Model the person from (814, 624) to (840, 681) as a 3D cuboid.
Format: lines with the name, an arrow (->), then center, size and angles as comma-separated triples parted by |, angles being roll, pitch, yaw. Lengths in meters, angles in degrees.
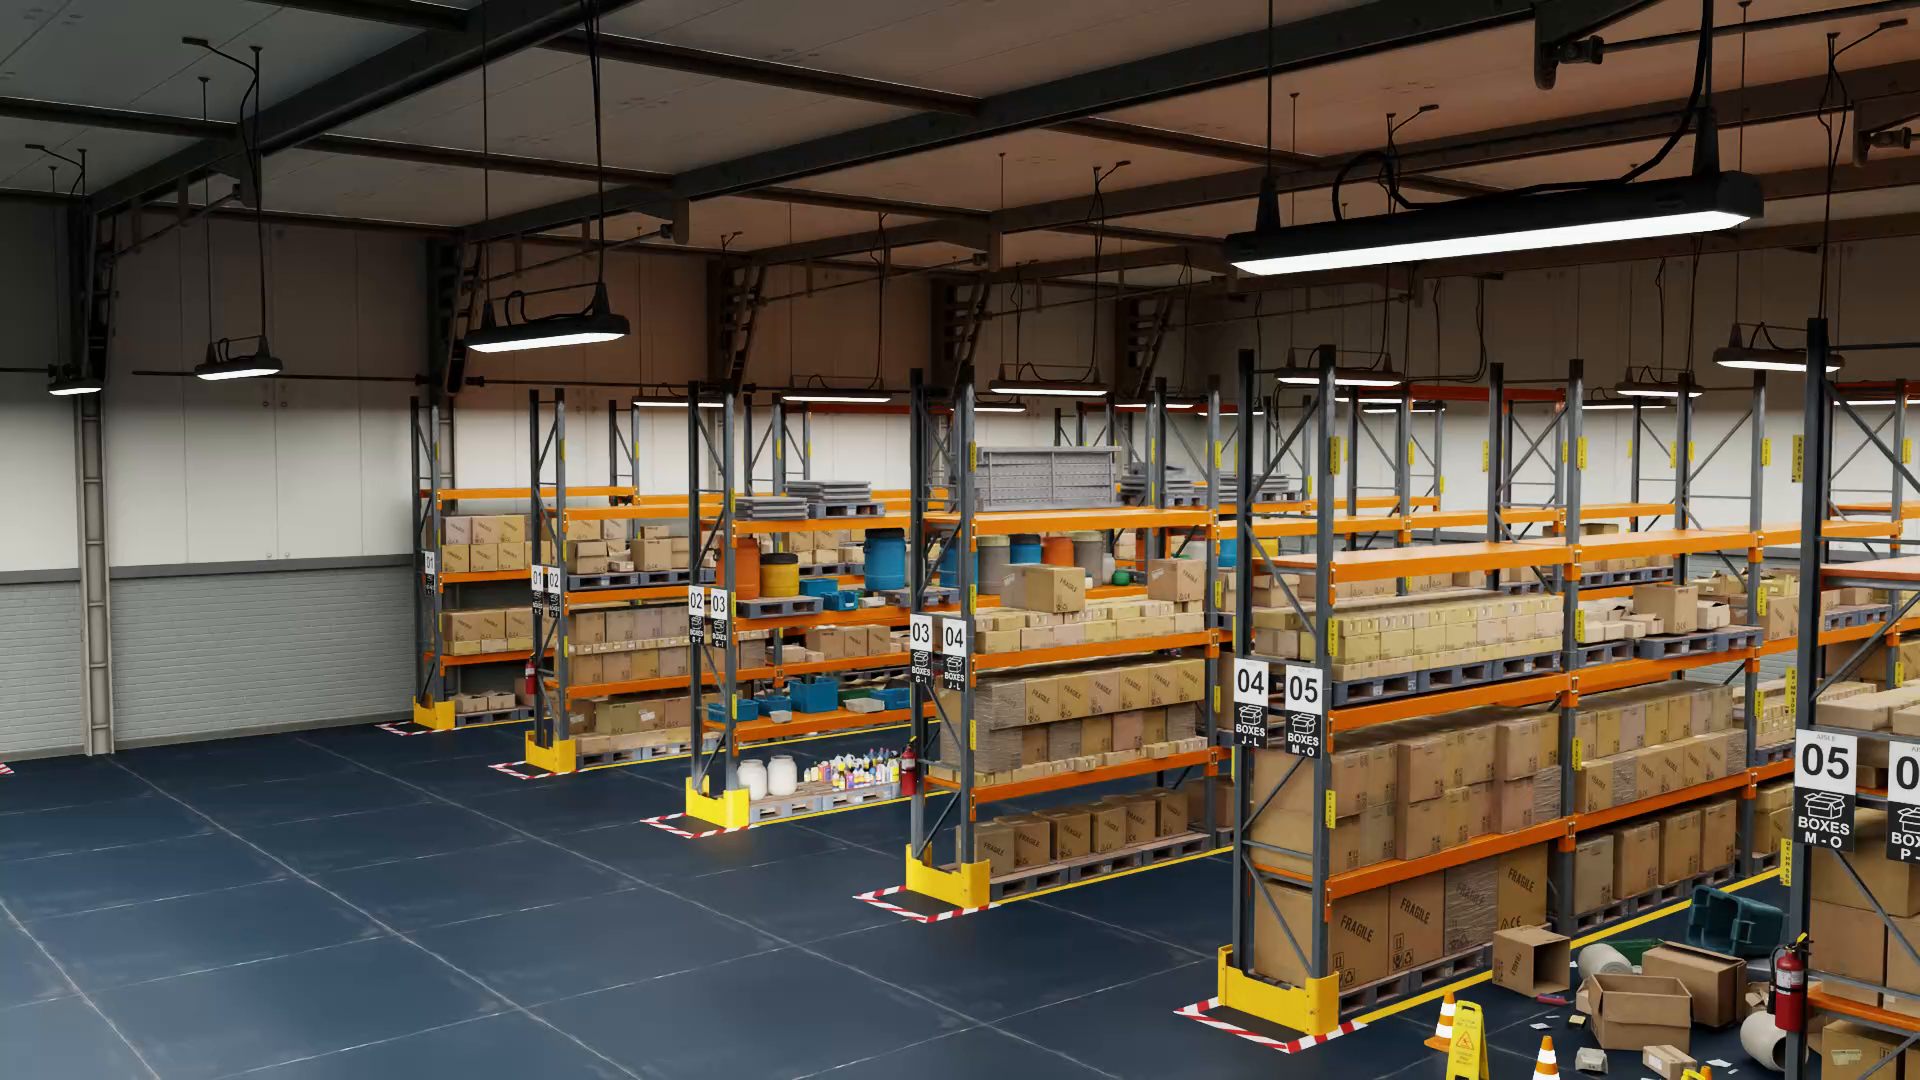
person -> -2.614, 2.327, 33.472 | 0.678, 1.797, 0.666 | -1, 4, -18

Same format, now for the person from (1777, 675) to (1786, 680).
person -> 12.468, 2.845, 25.104 | 1.006, 1.597, 0.525 | -3, 4, -37

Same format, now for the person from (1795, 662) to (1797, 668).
person -> 14.964, 2.589, 29.390 | 0.773, 1.650, 0.498 | 1, 4, 17
